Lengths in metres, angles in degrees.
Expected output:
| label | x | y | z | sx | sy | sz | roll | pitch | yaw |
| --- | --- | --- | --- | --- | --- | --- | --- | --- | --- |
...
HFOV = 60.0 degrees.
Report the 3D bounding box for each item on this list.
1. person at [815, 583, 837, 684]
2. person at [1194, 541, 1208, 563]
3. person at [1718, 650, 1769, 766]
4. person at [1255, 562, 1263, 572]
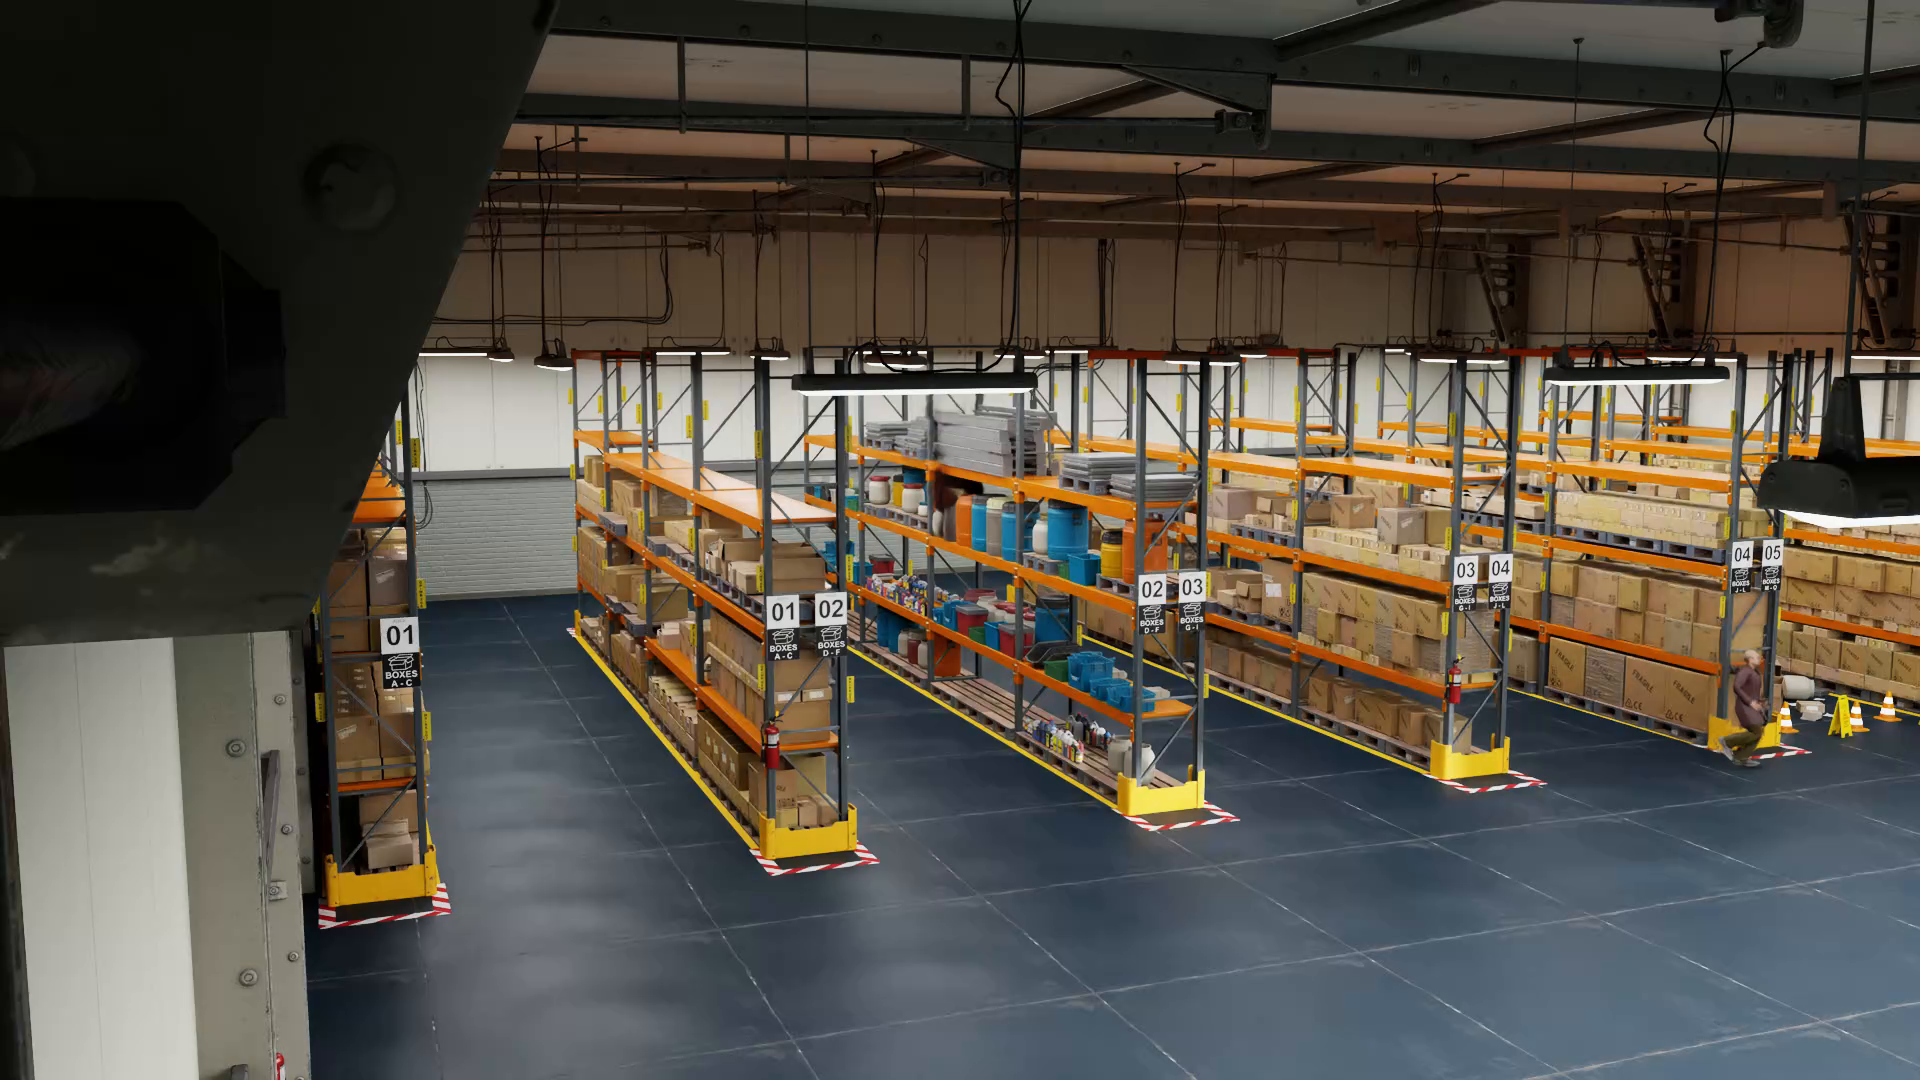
| label | x | y | z | sx | sy | sz | roll | pitch | yaw |
| --- | --- | --- | --- | --- | --- | --- | --- | --- | --- |
| person | -2.294 | 1.611 | 28.729 | 0.652 | 1.742 | 0.582 | -3 | 8 | -24 |
| person | 5.300 | 0.818 | 38.155 | 0.690 | 1.696 | 0.889 | -1 | 7 | -9 |
| person | 11.514 | 2.465 | 24.401 | 0.615 | 1.709 | 0.734 | 5 | 9 | 34 |
| person | 7.753 | 0.249 | 42.267 | 0.674 | 1.661 | 0.536 | -2 | 7 | -15 |
